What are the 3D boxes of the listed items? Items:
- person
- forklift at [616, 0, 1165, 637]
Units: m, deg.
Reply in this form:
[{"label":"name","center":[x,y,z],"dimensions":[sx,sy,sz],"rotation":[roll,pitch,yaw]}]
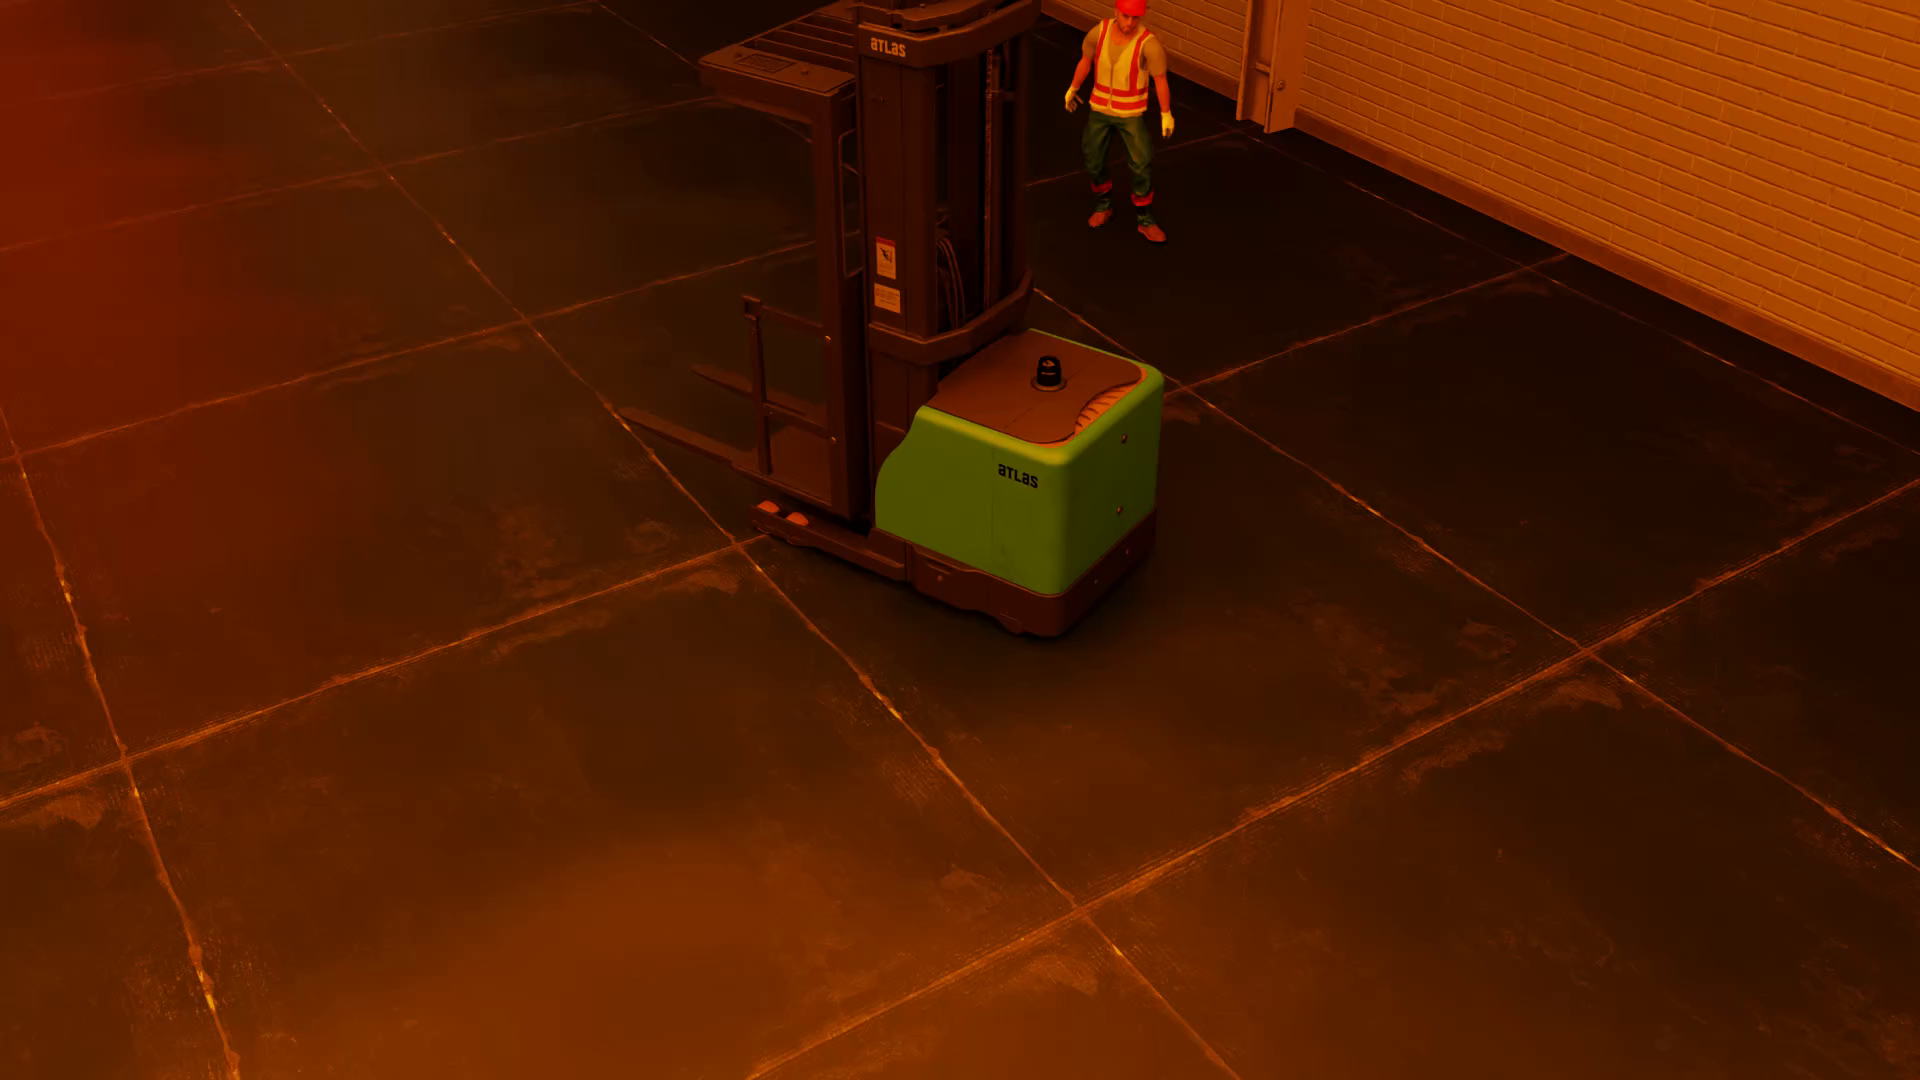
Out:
[{"label":"person","center":[1.087,-2.931,11.381],"dimensions":[0.885,1.748,0.460],"rotation":[18,39,24]},{"label":"forklift","center":[-0.500,-1.399,8.138],"dimensions":[3.031,2.935,1.130],"rotation":[22,41,28]}]
